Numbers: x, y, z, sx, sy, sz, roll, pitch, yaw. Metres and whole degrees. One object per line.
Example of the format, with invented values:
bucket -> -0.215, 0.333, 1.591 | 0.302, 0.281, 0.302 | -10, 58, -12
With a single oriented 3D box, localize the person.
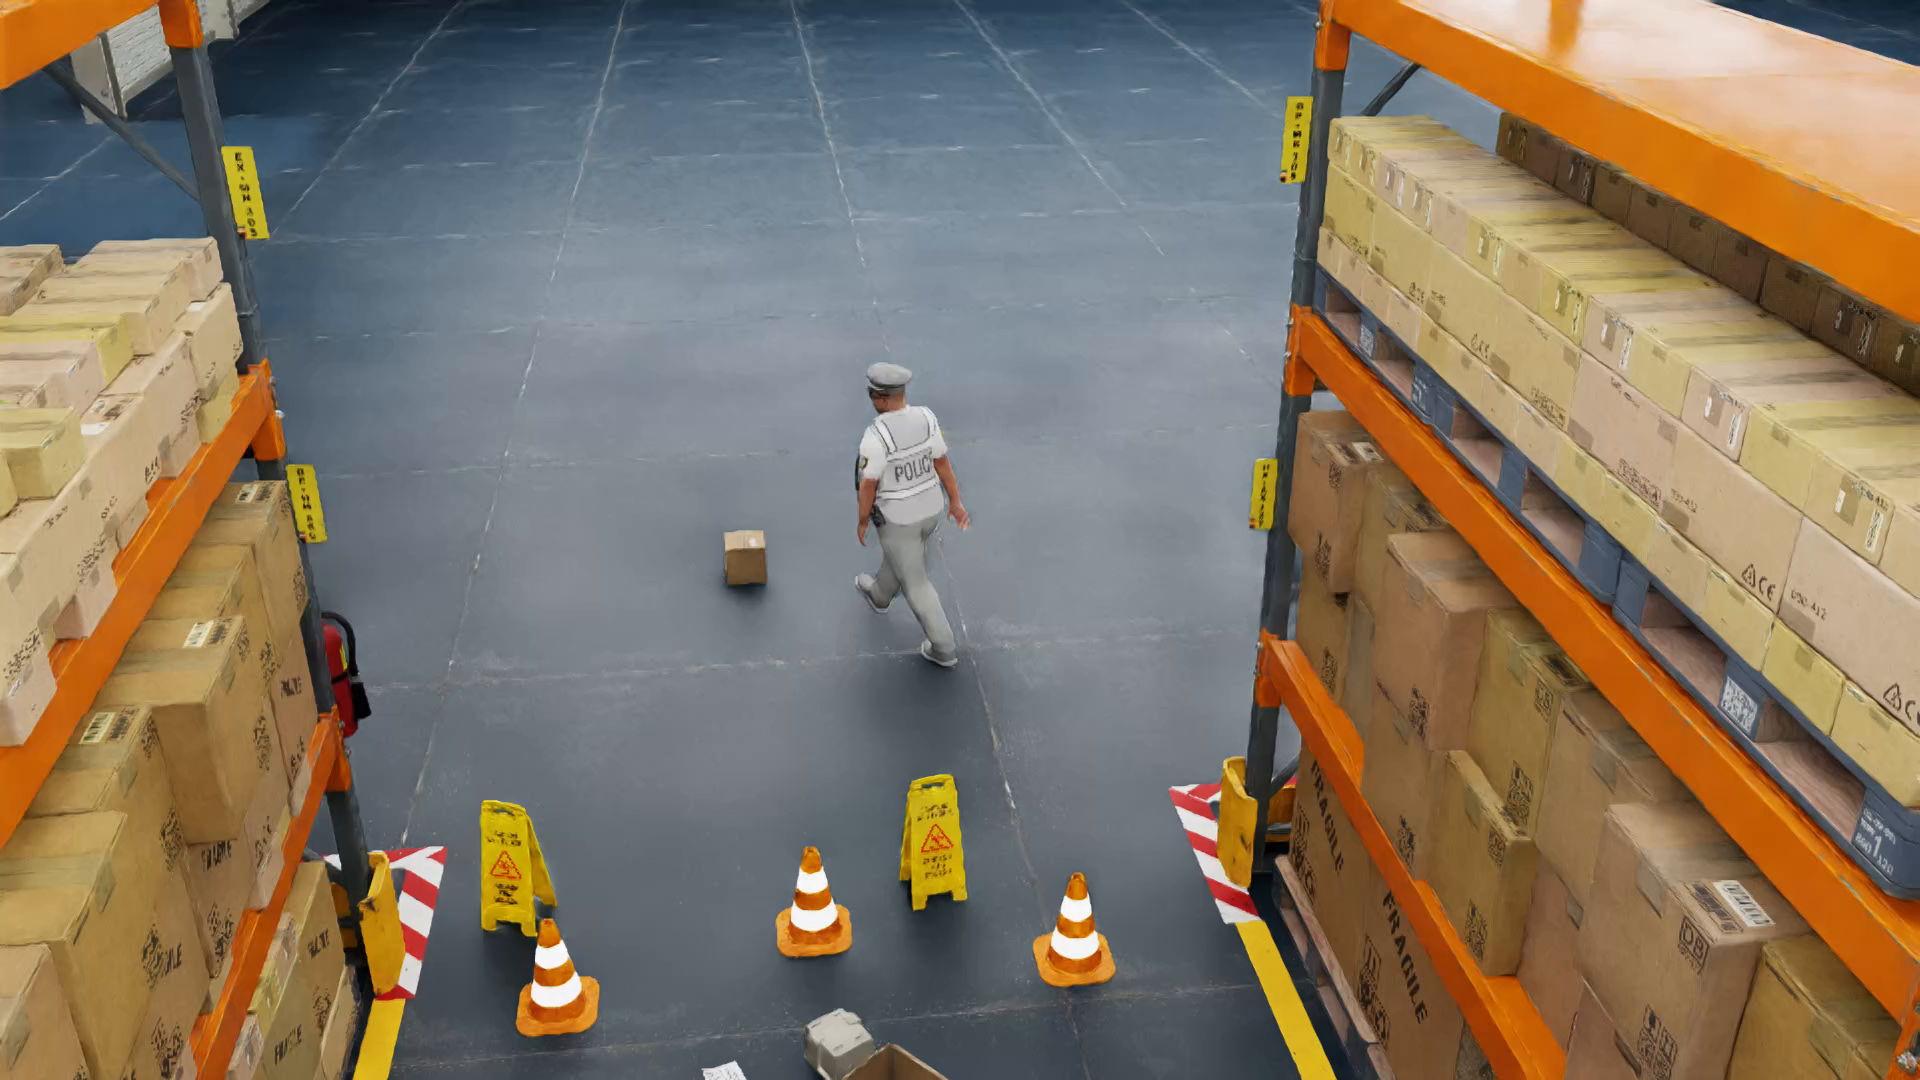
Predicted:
person -> -0.355, -0.198, 9.495 | 1.072, 1.683, 0.604 | 22, 34, 36
